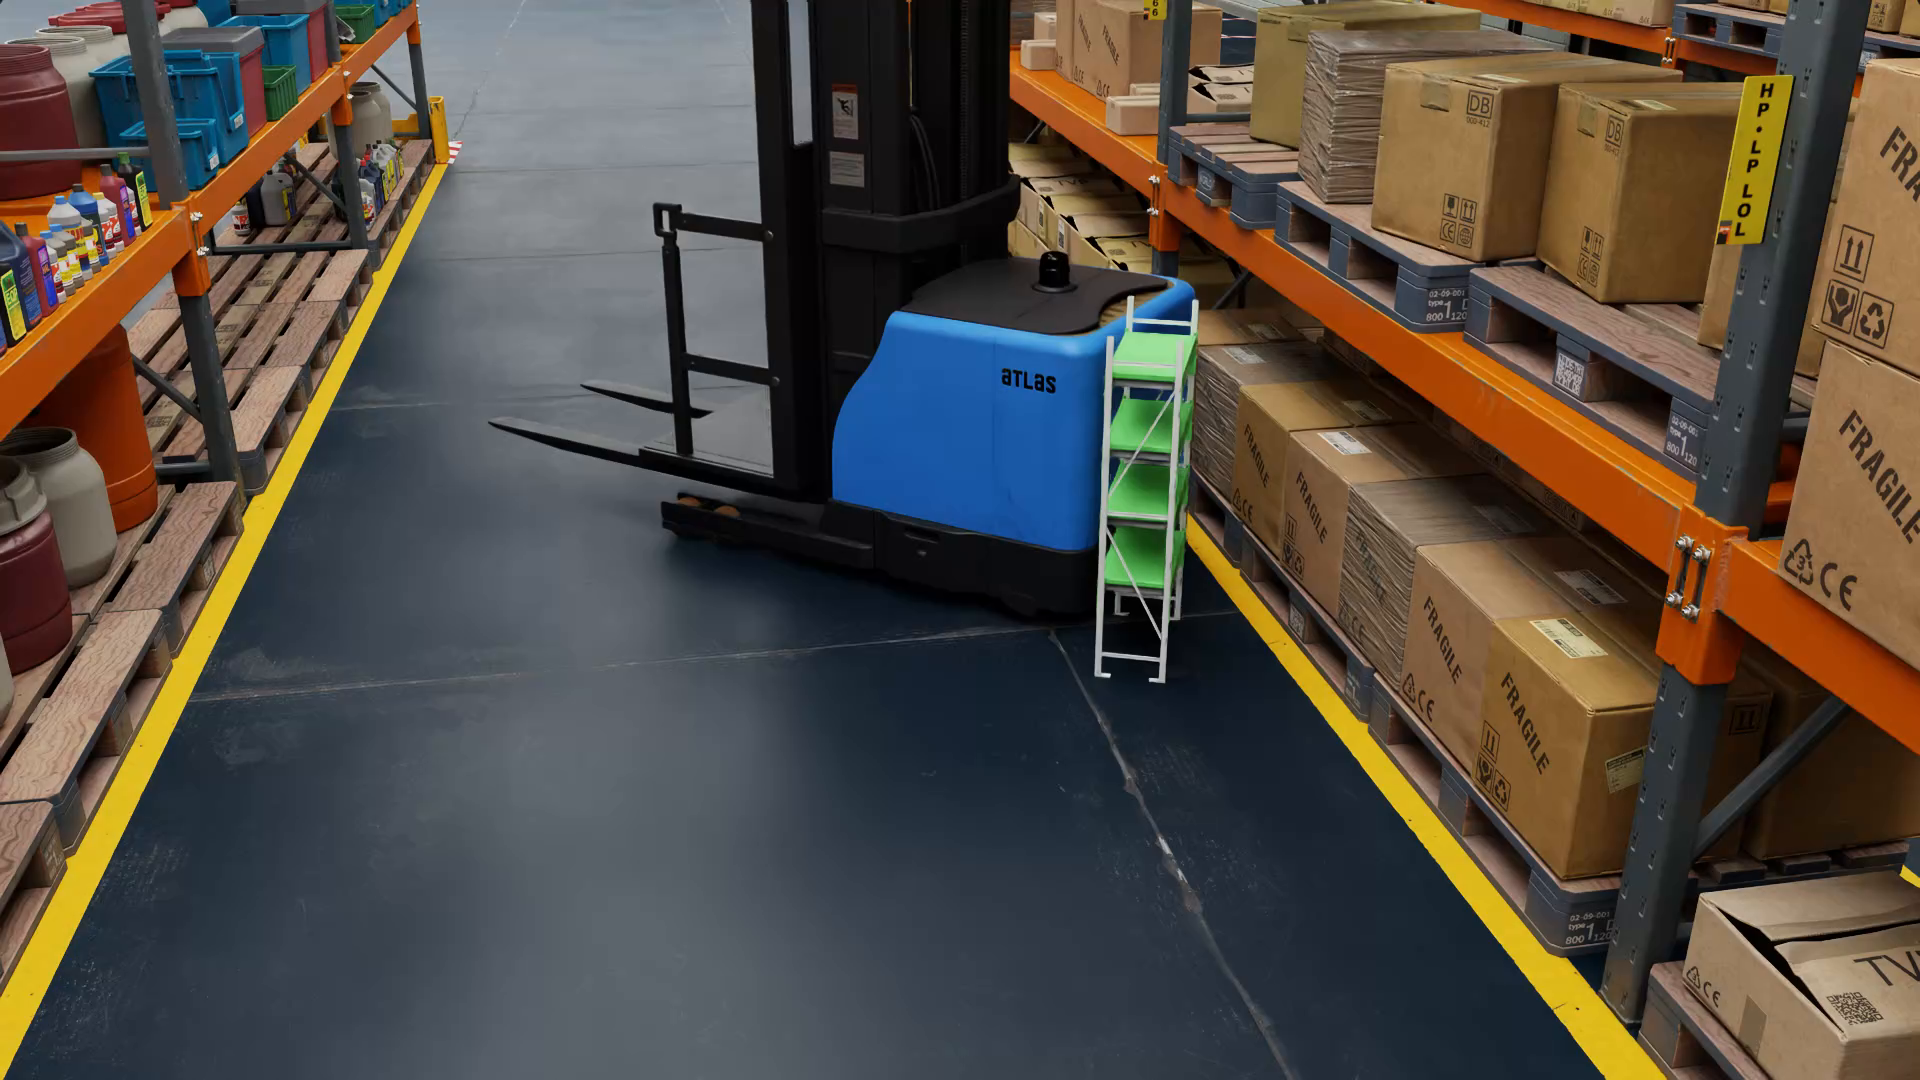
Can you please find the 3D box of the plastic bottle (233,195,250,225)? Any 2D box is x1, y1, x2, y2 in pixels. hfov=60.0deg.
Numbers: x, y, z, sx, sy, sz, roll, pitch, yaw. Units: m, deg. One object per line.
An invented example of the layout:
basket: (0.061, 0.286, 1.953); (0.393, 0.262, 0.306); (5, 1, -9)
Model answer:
plastic bottle: (-4.667, -2.154, 10.779); (0.061, 0.283, 0.133); (-3, 24, -7)

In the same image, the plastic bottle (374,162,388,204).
plastic bottle: (-4.019, -2.480, 11.524); (0.061, 0.283, 0.133); (-3, 24, -7)

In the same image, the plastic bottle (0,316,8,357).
plastic bottle: (-2.761, -0.669, 4.595); (0.144, 0.351, 0.185); (-4, 24, -10)

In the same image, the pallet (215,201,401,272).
pallet: (-4.337, -2.022, 11.116); (1.003, 0.211, 1.213); (-4, 24, -10)

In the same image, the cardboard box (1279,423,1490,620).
cardboard box: (1.450, -0.072, 5.741); (0.500, 0.500, 0.500); (-5, 24, -12)

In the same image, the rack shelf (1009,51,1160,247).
rack shelf: (0.985, -2.281, 9.124); (1.077, 0.370, 4.000); (-4, 24, -10)

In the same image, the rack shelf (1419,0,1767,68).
rack shelf: (5.113, -4.223, 13.570); (1.077, 0.370, 4.000); (-4, 24, -10)

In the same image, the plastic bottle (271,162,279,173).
plastic bottle: (-4.777, -2.485, 11.545); (0.152, 0.276, 0.135); (-4, 24, -9)

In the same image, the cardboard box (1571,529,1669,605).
cardboard box: (2.135, 0.276, 4.944); (0.500, 0.500, 0.500); (-4, 24, -9)

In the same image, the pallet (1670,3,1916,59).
pallet: (5.481, -3.366, 10.950); (1.003, 0.211, 1.213); (-4, 24, -10)

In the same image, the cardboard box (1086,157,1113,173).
cardboard box: (1.074, -2.245, 10.352); (0.500, 0.311, 0.500); (-4, 24, -8)

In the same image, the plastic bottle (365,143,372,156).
plastic bottle: (-4.307, -2.763, 12.174); (0.061, 0.283, 0.133); (-4, 24, -10)

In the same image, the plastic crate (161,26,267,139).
plastic crate: (-3.512, -2.147, 7.837); (0.402, 0.464, 0.583); (-4, 24, -10)

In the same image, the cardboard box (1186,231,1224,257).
cardboard box: (1.441, -1.447, 8.526); (0.500, 0.311, 0.500); (-5, 24, -11)

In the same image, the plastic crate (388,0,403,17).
plastic crate: (-4.492, -4.107, 12.592); (0.499, 0.251, 0.408); (-4, 24, -10)

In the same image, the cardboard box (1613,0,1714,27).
cardboard box: (5.097, -3.870, 12.026); (0.500, 0.250, 0.500); (-4, 24, -10)

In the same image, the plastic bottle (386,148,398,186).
plastic bottle: (-4.177, -2.714, 12.069); (0.152, 0.276, 0.135); (-5, 24, -11)

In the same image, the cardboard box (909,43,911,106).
cardboard box: (-0.150, -3.823, 13.730); (0.500, 0.500, 0.500); (-4, 24, -10)

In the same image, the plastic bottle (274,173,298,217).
plastic bottle: (-4.550, -2.314, 11.154); (0.152, 0.276, 0.135); (-4, 24, -10)

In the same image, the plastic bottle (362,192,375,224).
plastic bottle: (-3.919, -2.189, 10.962); (0.097, 0.201, 0.097); (0, 24, 0)

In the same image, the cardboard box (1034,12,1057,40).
cardboard box: (0.749, -3.138, 10.376); (0.500, 0.250, 0.500); (-3, 24, -6)

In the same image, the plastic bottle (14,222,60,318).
plastic bottle: (-2.808, -0.829, 5.045); (0.061, 0.283, 0.133); (-4, 24, -10)

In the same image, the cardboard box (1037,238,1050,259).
cardboard box: (0.731, -1.548, 9.458); (0.500, 0.250, 0.500); (-4, 24, -9)

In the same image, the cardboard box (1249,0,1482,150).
cardboard box: (1.582, -1.823, 6.527); (0.700, 0.500, 0.500); (-13, 27, -27)

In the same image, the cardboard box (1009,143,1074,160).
cardboard box: (0.447, -2.406, 10.721); (0.500, 0.311, 0.500); (-4, 24, -10)

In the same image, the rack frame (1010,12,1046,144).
rack frame: (0.615, -3.398, 10.782); (1.000, 3.000, 0.127); (-4, 24, -10)

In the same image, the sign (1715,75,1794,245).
sign: (1.550, -0.739, 3.248); (0.100, 0.325, 0.005); (-4, 24, -10)

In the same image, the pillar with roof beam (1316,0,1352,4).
pillar with roof beam: (0.382, -9.918, 18.216); (9.100, 9.000, 0.400); (-4, 24, -10)

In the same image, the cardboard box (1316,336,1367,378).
cardboard box: (1.759, -0.530, 6.789); (0.500, 0.500, 0.500); (-3, 24, -8)

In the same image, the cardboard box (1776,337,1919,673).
cardboard box: (1.921, -0.076, 3.052); (0.500, 0.500, 0.500); (-4, 24, -8)

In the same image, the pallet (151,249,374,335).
pallet: (-4.070, -1.449, 9.803); (1.003, 0.211, 1.213); (-4, 24, -10)

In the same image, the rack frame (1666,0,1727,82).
rack frame: (5.483, -3.766, 11.624); (1.000, 3.000, 0.127); (-4, 24, -10)

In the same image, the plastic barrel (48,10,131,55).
plastic barrel: (-4.076, -2.243, 7.969); (0.433, 0.535, 0.433); (0, 24, 0)

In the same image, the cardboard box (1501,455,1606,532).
cardboard box: (2.060, -0.252, 5.216); (0.500, 0.250, 0.500); (-4, 24, -10)

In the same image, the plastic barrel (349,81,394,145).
plastic barrel: (-4.796, -3.405, 13.382); (0.421, 0.512, 0.421); (0, 24, 0)

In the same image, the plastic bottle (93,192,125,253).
plastic bottle: (-2.974, -1.103, 5.776); (0.097, 0.201, 0.097); (0, 24, 0)

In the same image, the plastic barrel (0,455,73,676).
plastic barrel: (-3.198, 0.089, 5.287); (0.600, 0.588, 0.708); (-4, 24, -10)

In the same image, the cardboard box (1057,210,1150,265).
cardboard box: (0.823, -1.604, 8.885); (0.500, 0.311, 0.500); (-4, 24, -10)

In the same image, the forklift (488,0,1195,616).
forklift: (-0.624, -1.480, 6.477); (3.031, 2.935, 1.130); (13, 27, 27)

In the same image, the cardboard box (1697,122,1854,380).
cardboard box: (2.227, -0.692, 3.937); (0.700, 0.500, 0.500); (-13, 27, -27)

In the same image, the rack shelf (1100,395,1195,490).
rack shelf: (0.633, -0.334, 5.576); (0.258, 0.148, 0.480); (5, 24, 12)

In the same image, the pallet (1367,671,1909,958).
pallet: (1.907, 0.710, 4.861); (1.003, 0.211, 1.213); (-4, 24, -10)

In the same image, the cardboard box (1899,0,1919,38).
cardboard box: (5.873, -3.112, 9.454); (0.700, 0.500, 0.500); (-4, 24, -10)

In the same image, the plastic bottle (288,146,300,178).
plastic bottle: (-4.964, -2.821, 12.320); (0.097, 0.271, 0.097); (0, 24, 0)

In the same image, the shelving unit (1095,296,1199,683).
shelving unit: (0.633, -0.173, 5.647); (0.258, 1.200, 0.503); (5, 24, 12)

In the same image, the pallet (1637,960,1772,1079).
pallet: (2.221, 1.297, 3.516); (1.003, 0.211, 1.213); (-4, 24, -10)

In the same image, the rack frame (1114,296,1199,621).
rack frame: (0.687, -0.268, 5.865); (0.240, 1.200, 0.015); (5, 24, 12)

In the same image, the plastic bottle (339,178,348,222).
plastic bottle: (-4.073, -2.264, 11.030); (0.061, 0.283, 0.133); (-4, 24, -10)

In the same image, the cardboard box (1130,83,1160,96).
cardboard box: (1.064, -2.207, 8.368); (0.380, 0.149, 0.250); (-3, 24, -6)
